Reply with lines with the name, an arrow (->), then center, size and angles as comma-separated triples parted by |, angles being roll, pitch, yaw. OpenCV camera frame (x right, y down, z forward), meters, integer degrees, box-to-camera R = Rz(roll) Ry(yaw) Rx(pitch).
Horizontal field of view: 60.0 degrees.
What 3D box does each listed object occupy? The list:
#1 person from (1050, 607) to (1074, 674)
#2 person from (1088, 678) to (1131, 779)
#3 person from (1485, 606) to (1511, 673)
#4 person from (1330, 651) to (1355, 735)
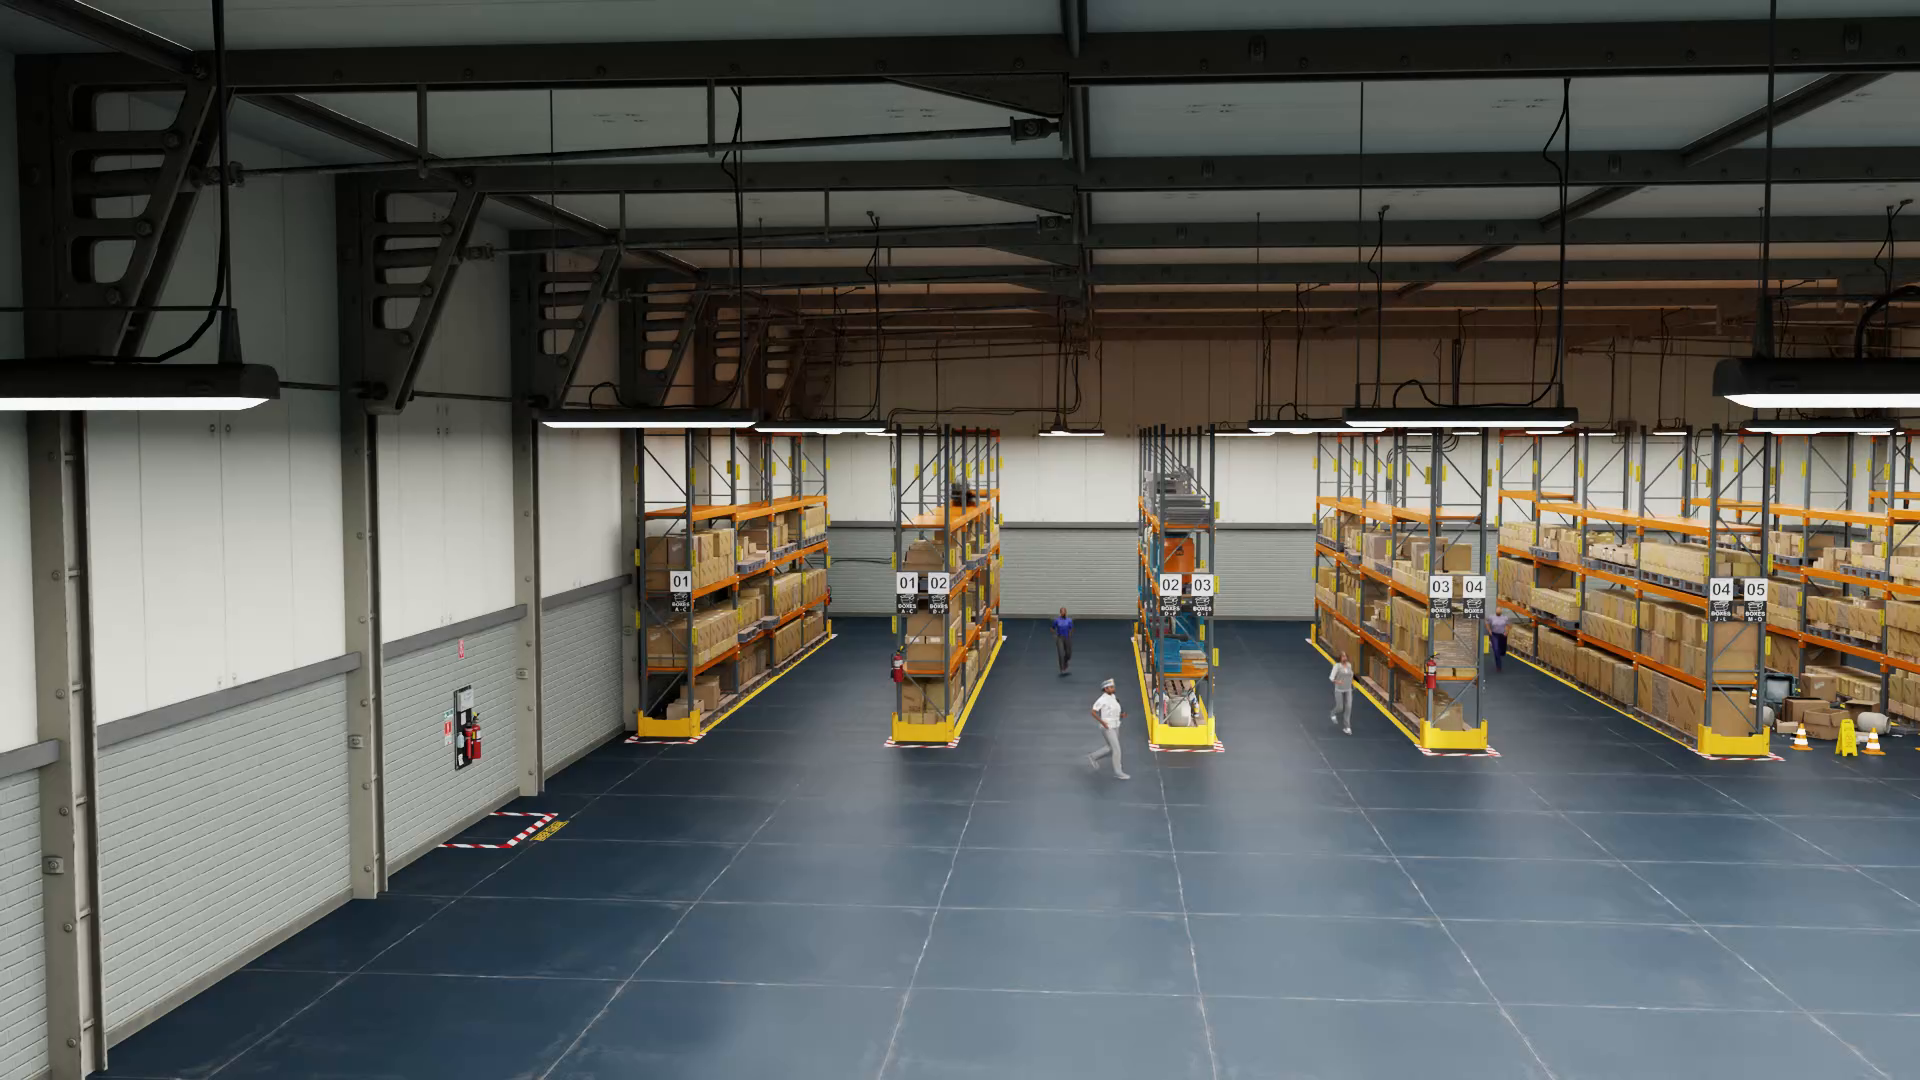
person -> 2.505, 2.452, 40.606 | 0.579, 1.597, 0.678 | 0, 3, -5
person -> 2.505, 3.165, 28.105 | 0.871, 1.670, 0.587 | 2, 4, 35
person -> 13.335, 2.439, 41.174 | 0.587, 1.639, 0.975 | 0, 3, 3
person -> 7.467, 2.952, 32.449 | 0.538, 1.591, 0.839 | -1, 4, -9
